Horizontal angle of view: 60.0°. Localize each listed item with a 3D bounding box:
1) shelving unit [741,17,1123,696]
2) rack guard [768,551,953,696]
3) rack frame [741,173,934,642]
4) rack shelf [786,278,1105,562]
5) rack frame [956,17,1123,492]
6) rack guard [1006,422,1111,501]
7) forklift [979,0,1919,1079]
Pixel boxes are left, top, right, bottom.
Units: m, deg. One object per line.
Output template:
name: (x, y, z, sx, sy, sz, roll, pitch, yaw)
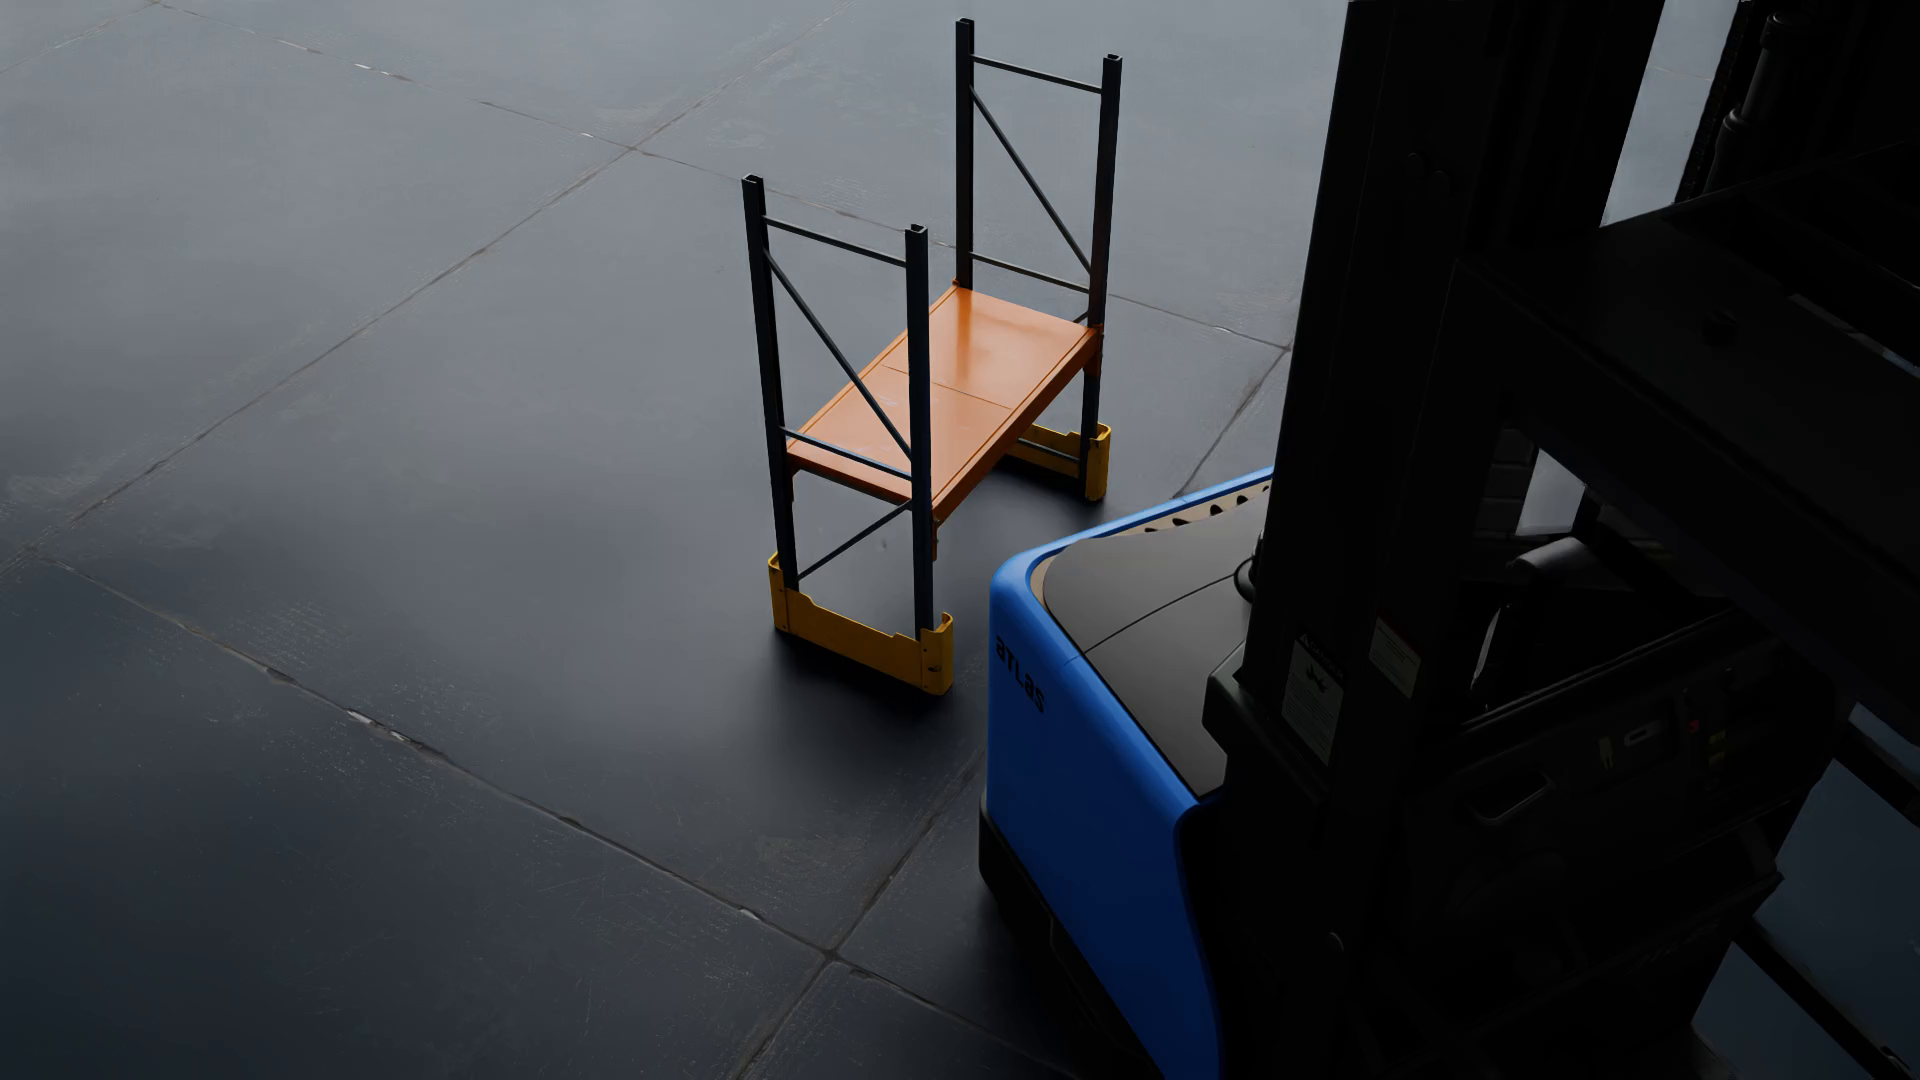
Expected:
shelving unit: (-0.038, -0.519, 4.705, 0.587, 1.500, 1.083, 21, 45, 22)
rack guard: (-0.287, 0.235, 4.794, 0.587, 0.250, 0.087, 21, 45, 22)
rack frame: (-0.297, -0.223, 4.369, 0.500, 1.500, 0.032, 21, 45, 22)
rack shelf: (-0.043, -0.379, 4.818, 0.538, 0.185, 1.000, 21, 45, 22)
rack frame: (0.212, -0.805, 5.029, 0.500, 1.500, 0.032, 21, 45, 22)
rack guard: (0.211, -0.335, 5.441, 0.587, 0.250, 0.087, 21, 45, 22)
forklift: (1.169, 0.476, 2.492, 1.130, 2.935, 3.031, -19, 45, -20)
